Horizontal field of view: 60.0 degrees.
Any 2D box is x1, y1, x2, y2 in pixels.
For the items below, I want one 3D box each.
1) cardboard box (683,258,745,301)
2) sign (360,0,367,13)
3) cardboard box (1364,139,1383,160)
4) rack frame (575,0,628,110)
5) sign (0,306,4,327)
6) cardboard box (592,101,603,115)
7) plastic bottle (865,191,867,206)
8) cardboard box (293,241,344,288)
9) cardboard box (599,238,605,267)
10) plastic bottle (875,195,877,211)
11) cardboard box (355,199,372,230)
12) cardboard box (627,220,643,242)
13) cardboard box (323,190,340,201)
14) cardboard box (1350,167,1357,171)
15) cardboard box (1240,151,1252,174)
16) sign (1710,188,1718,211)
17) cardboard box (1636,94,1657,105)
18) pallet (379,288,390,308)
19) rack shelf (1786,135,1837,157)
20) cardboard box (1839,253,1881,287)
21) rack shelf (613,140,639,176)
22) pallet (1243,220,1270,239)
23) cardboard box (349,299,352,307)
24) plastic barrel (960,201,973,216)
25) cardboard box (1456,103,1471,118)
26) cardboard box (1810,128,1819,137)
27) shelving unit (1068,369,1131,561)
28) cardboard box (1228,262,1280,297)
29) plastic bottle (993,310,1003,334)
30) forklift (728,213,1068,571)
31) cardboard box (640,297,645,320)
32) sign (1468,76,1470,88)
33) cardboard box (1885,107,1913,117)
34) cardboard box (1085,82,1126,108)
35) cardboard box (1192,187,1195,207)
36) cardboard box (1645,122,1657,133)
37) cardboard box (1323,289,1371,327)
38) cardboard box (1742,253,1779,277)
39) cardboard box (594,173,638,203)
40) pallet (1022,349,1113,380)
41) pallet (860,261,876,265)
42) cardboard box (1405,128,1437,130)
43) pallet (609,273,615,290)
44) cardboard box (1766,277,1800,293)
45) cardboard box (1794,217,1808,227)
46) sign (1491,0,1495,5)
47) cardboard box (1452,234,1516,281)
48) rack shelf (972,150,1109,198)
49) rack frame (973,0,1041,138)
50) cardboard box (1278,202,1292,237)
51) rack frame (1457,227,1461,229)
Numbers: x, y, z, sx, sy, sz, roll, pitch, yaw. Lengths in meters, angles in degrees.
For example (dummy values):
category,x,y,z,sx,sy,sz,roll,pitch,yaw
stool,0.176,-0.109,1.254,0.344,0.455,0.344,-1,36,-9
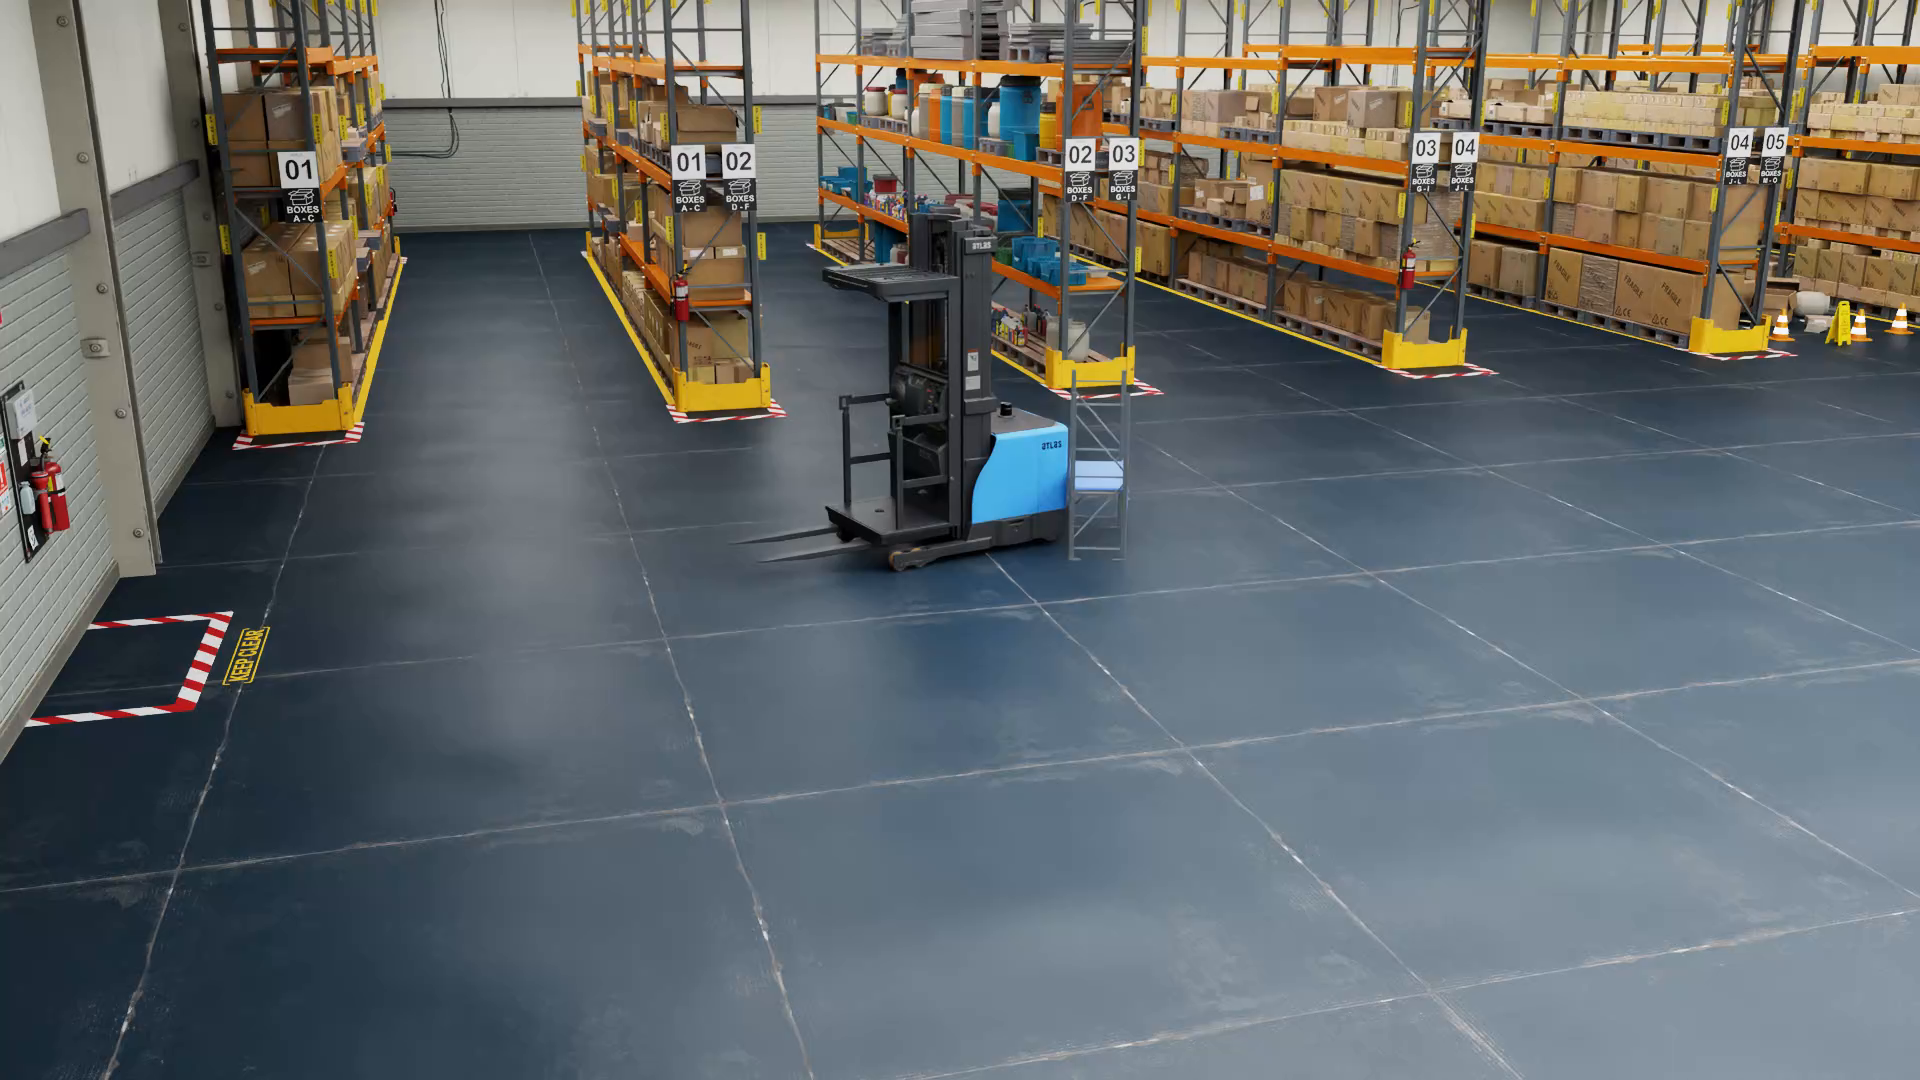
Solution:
category,x,y,z,sx,sy,sz,roll,pitch,yaw
cardboard box,-3.085,-3.286,20.802,0.700,0.500,0.500,-5,17,-15
sign,-10.511,-9.439,29.271,0.100,0.325,0.005,-5,17,-15
cardboard box,6.040,-5.506,23.413,0.500,0.250,0.500,-5,17,-15
rack frame,-7.367,-10.407,34.253,1.000,3.000,0.127,-5,17,-15
sign,-6.558,-1.594,11.314,0.001,0.298,0.199,-5,17,-15
cardboard box,-6.662,-8.144,31.327,0.500,0.250,0.500,-5,17,-15
plastic bottle,-1.813,-6.627,32.300,0.061,0.283,0.133,-5,17,-15
cardboard box,-7.700,-3.306,19.963,0.500,0.500,0.500,-5,17,-15
cardboard box,-6.697,-5.576,32.179,0.500,0.500,0.500,-5,17,-15
plastic bottle,-1.569,-6.381,31.482,0.061,0.283,0.133,-5,17,-15
cardboard box,-9.817,-5.283,26.897,0.500,0.500,0.500,-4,17,-14
cardboard box,-5.108,-5.015,26.888,0.500,0.311,0.500,-5,17,-16
cardboard box,-9.704,-5.317,25.669,0.380,0.149,0.250,-8,18,-24
cardboard box,8.078,-7.436,33.465,0.380,0.149,0.250,-4,17,-13
cardboard box,6.814,-8.724,38.389,0.500,0.500,0.500,-4,17,-13
sign,10.828,-4.883,23.868,0.100,0.325,0.005,-5,17,-15
cardboard box,10.515,-6.690,25.239,0.380,0.149,0.250,-5,17,-15
pallet,-10.406,-4.154,28.711,1.003,0.211,1.213,-5,17,-15
rack shelf,14.436,-7.425,30.792,1.077,0.370,4.000,-5,17,-15
cardboard box,15.187,-4.548,27.923,0.500,0.500,0.500,-4,17,-12
rack shelf,-4.618,-5.860,25.580,1.077,0.370,4.000,-5,17,-15
pallet,5.387,-5.128,27.440,1.003,0.211,1.213,-5,17,-15
cardboard box,-9.341,-3.321,24.672,0.700,0.500,0.500,-4,17,-15
plastic barrel,0.200,-5.381,27.755,0.421,0.512,0.421,0,17,0
cardboard box,9.280,-7.725,29.895,0.500,0.250,0.500,-4,17,-14
cardboard box,14.834,-6.990,28.528,0.380,0.149,0.250,-5,17,-16
shelving unit,1.240,-0.690,14.941,0.538,1.500,1.048,1,17,3
cardboard box,5.042,-4.470,28.497,0.700,0.500,0.500,-6,18,-20
plastic bottle,0.570,-3.239,24.658,0.144,0.351,0.185,-5,18,-18
forklift,-0.543,-1.312,14.522,3.031,2.935,1.130,-10,19,-29
cardboard box,-4.456,-3.457,24.618,0.500,0.311,0.500,-5,17,-15
sign,12.213,-10.961,39.911,0.100,0.325,0.005,-5,17,-15
cardboard box,15.265,-6.942,26.982,0.380,0.149,0.250,-4,17,-14
cardboard box,2.986,-9.155,34.221,0.700,0.500,0.500,-6,18,-19
cardboard box,4.486,-6.307,30.858,0.500,0.500,0.500,-4,17,-14
cardboard box,10.587,-6.236,25.116,0.380,0.149,0.250,-5,17,-15
cardboard box,5.940,-3.563,25.514,0.500,0.500,0.500,-6,18,-20
cardboard box,14.638,-5.066,30.739,0.950,0.372,0.625,-4,17,-12
cardboard box,-6.352,-6.528,30.863,0.700,0.500,0.500,-12,20,-34
pallet,1.510,-2.406,22.891,1.003,0.211,1.213,-5,17,-15
pallet,-1.332,-5.266,32.413,1.003,0.211,1.213,-5,17,-15
cardboard box,6.531,-5.761,23.568,0.380,0.149,0.250,-4,17,-13
pallet,-6.007,-4.870,31.095,1.003,0.211,1.213,-5,17,-15
cardboard box,13.972,-4.180,28.293,0.500,0.500,0.500,7,18,23
cardboard box,14.764,-5.547,28.940,0.380,0.149,0.250,-5,17,-16
sign,7.078,-7.291,22.120,0.100,0.325,0.005,-5,17,-15
cardboard box,9.479,-5.174,30.440,1.050,0.750,0.750,-4,17,-14
rack shelf,1.245,-5.144,23.197,1.077,0.370,4.000,-5,17,-15
rack frame,0.695,-7.478,24.503,1.000,3.000,0.127,-5,17,-15
cardboard box,5.521,-5.058,26.182,0.875,0.500,0.500,-5,17,-15
rack frame,9.155,-6.467,31.566,1.000,3.000,0.127,-5,17,-15
